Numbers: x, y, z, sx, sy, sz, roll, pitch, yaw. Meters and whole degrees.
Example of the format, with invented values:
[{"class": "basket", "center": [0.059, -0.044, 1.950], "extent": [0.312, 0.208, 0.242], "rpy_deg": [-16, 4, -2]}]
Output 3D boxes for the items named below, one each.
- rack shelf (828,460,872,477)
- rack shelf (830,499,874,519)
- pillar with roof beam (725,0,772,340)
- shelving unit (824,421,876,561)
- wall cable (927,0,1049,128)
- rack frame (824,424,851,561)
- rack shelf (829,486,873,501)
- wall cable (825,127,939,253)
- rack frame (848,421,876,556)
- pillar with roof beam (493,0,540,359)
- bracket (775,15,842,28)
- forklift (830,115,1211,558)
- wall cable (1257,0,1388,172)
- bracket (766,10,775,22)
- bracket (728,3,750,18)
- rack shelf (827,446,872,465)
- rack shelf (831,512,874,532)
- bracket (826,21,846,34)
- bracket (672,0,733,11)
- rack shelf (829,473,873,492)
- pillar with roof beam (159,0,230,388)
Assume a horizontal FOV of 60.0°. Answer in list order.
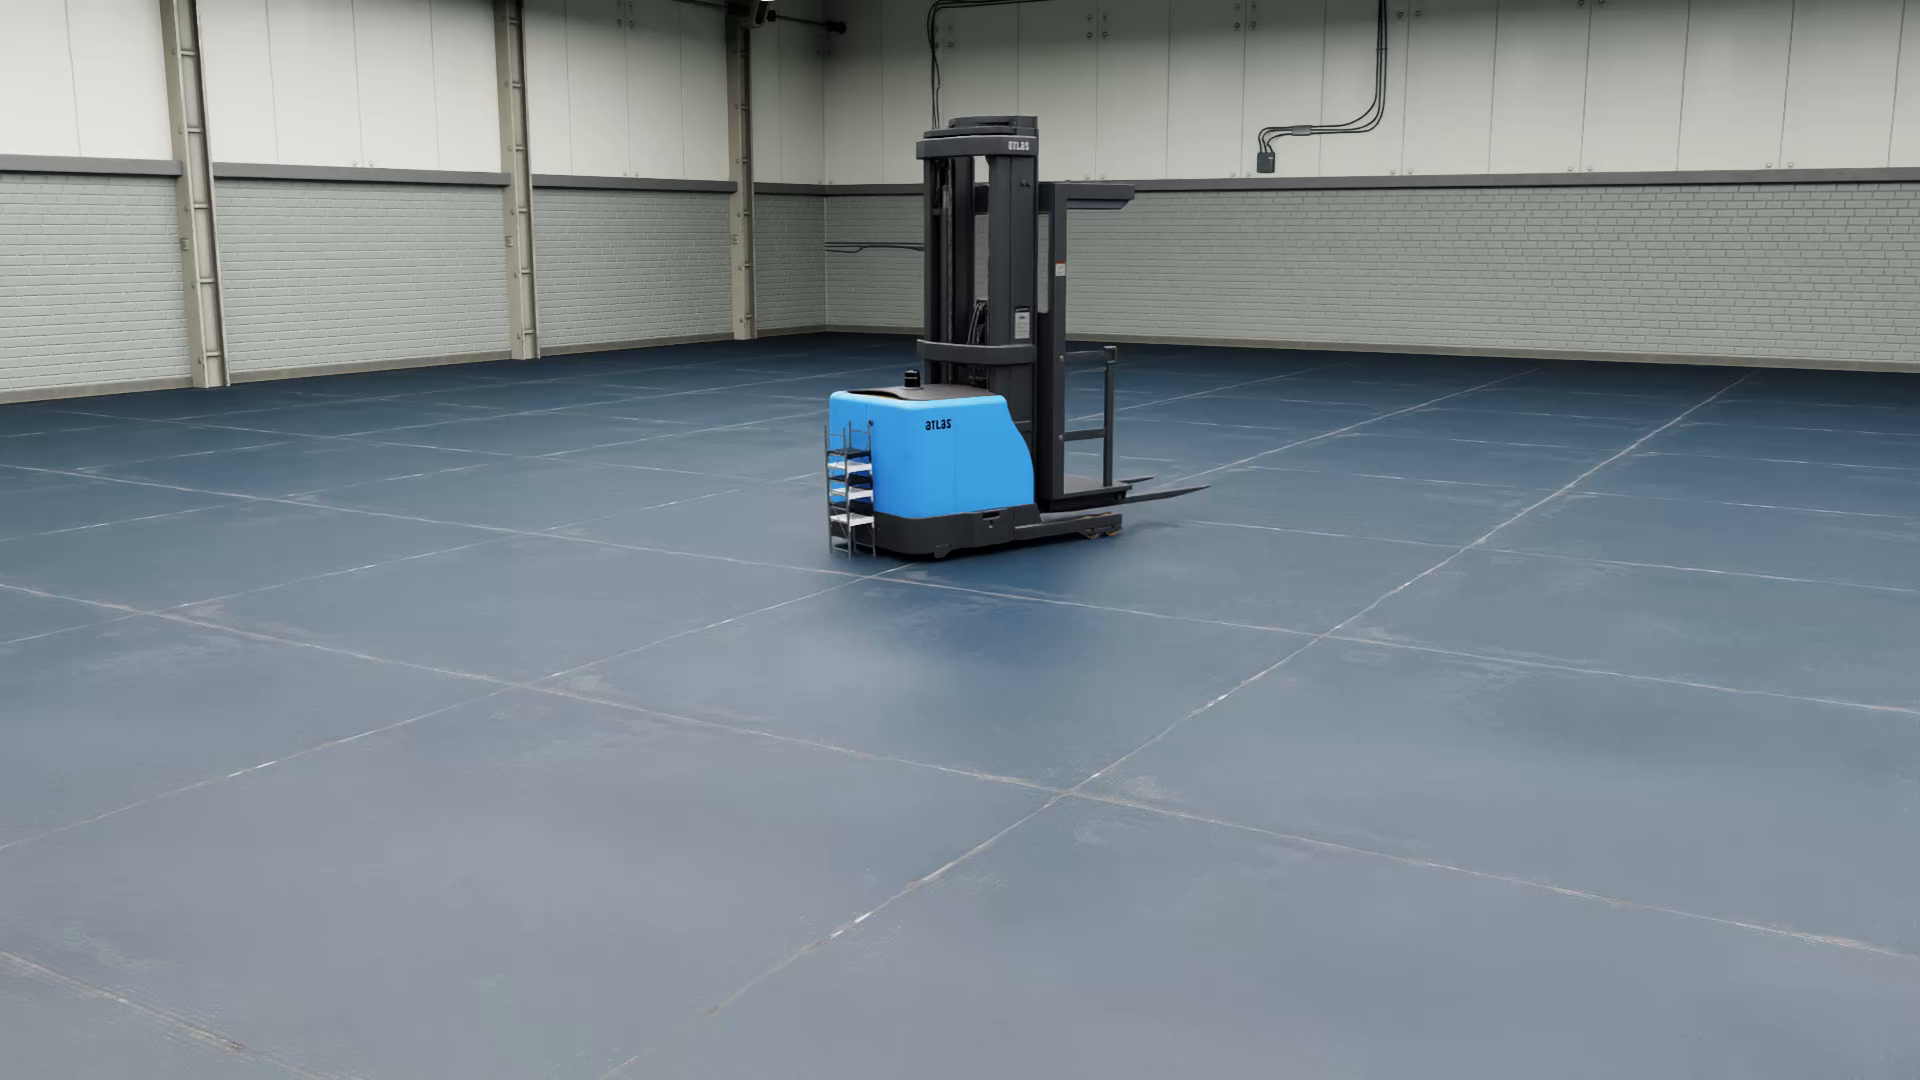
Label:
[{"class": "rack shelf", "center": [-0.745, -0.477, 11.152], "extent": [0.200, 0.077, 0.258], "rpy_deg": [-11, 15, -38]}, {"class": "rack shelf", "center": [-0.737, -0.213, 11.208], "extent": [0.200, 0.077, 0.258], "rpy_deg": [-11, 15, -38]}, {"class": "pillar with roof beam", "center": [-0.651, -8.068, 30.510], "extent": [9.100, 9.000, 0.548], "rpy_deg": [6, 12, 31]}, {"class": "shelving unit", "center": [-0.741, -0.333, 11.182], "extent": [0.210, 0.900, 0.258], "rpy_deg": [-11, 15, -38]}, {"class": "wall cable", "center": [0.641, -9.514, 32.948], "extent": [3.097, 2.526, 0.112], "rpy_deg": [6, 12, 31]}, {"class": "rack frame", "center": [-0.819, -0.317, 11.119], "extent": [0.006, 0.900, 0.240], "rpy_deg": [-11, 15, -38]}, {"class": "rack shelf", "center": [-0.740, -0.301, 11.189], "extent": [0.200, 0.077, 0.258], "rpy_deg": [-11, 15, -38]}, {"class": "wall cable", "center": [-1.671, -7.290, 34.793], "extent": [3.097, 2.526, 0.112], "rpy_deg": [6, 12, 31]}, {"class": "rack frame", "center": [-0.662, -0.349, 11.245], "extent": [0.006, 0.900, 0.240], "rpy_deg": [-11, 15, -38]}, {"class": "pillar with roof beam", "center": [-3.766, -7.124, 25.470], "extent": [9.100, 9.000, 0.400], "rpy_deg": [6, 12, 31]}, {"class": "bracket", "center": [-2.888, -10.560, 34.038], "extent": [0.076, 0.066, 3.189], "rpy_deg": [6, 12, 31]}, {"class": "forklift", "center": [0.551, -1.515, 11.997], "extent": [3.031, 2.935, 1.130], "rpy_deg": [-8, 13, -38]}, {"class": "wall cable", "center": [6.435, -9.579, 29.336], "extent": [2.305, 6.003, 0.169], "rpy_deg": [6, 12, 31]}, {"class": "bracket", "center": [-3.811, -10.280, 32.544], "extent": [0.235, 0.232, 0.430], "rpy_deg": [6, 12, 31]}, {"class": "bracket", "center": [-4.242, -10.149, 31.846], "extent": [0.235, 0.232, 0.430], "rpy_deg": [6, 12, 31]}, {"class": "rack shelf", "center": [-0.748, -0.565, 11.133], "extent": [0.200, 0.077, 0.258], "rpy_deg": [-11, 15, -38]}, {"class": "rack shelf", "center": [-0.734, -0.125, 11.226], "extent": [0.200, 0.077, 0.258], "rpy_deg": [-11, 15, -38]}, {"class": "bracket", "center": [-2.581, -10.653, 34.534], "extent": [0.235, 0.232, 0.430], "rpy_deg": [6, 12, 31]}, {"class": "bracket", "center": [-5.580, -9.744, 29.682], "extent": [0.076, 0.066, 4.783], "rpy_deg": [6, 12, 31]}, {"class": "rack shelf", "center": [-0.742, -0.389, 11.170], "extent": [0.200, 0.077, 0.258], "rpy_deg": [-11, 15, -38]}, {"class": "pillar with roof beam", "center": [-6.881, -6.181, 20.429], "extent": [9.100, 9.000, 0.400], "rpy_deg": [6, 12, 31]}]
